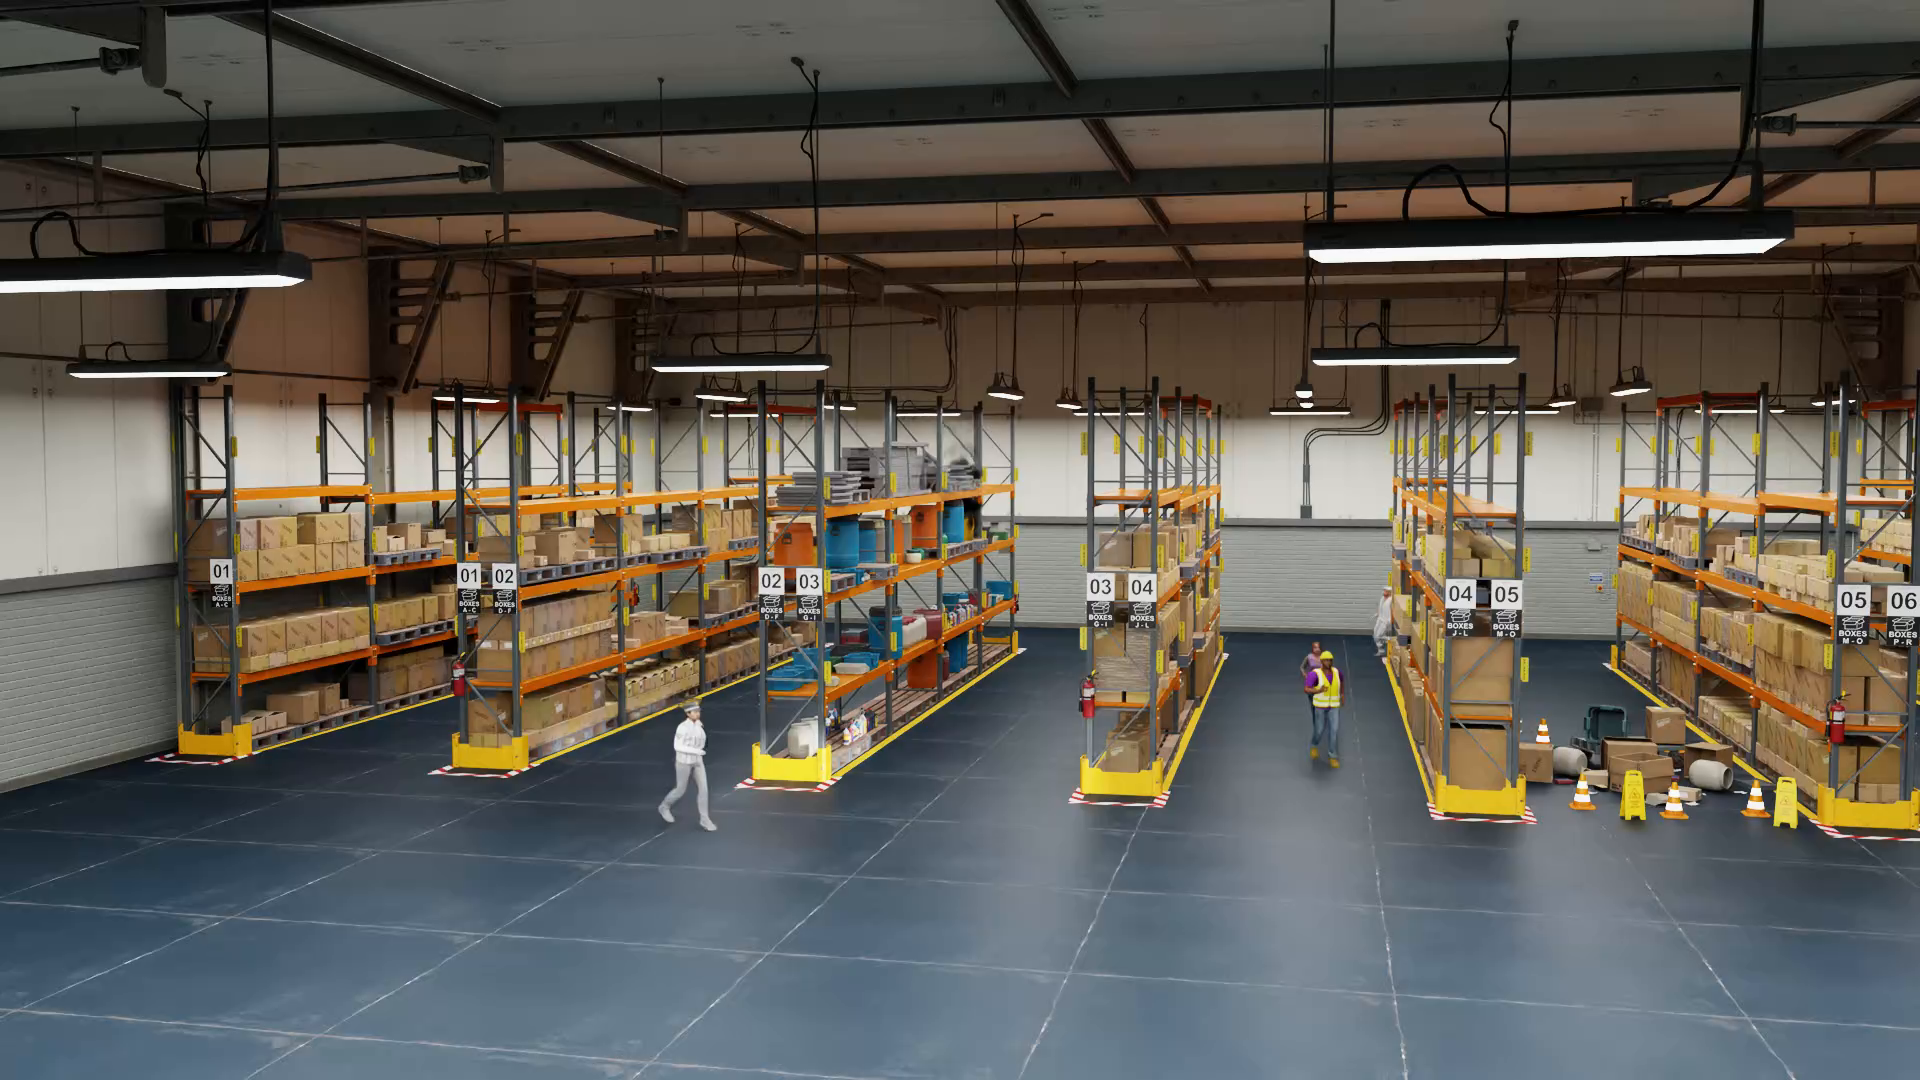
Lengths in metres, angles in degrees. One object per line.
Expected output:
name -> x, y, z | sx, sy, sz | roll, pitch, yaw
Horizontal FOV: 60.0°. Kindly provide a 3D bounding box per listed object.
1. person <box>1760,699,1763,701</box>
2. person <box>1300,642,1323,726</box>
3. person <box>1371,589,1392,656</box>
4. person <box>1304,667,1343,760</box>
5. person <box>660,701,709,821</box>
person -> 15.644, 2.366, 32.271 | 0.715, 1.657, 0.826 | 1, 3, 10
person -> 6.294, 2.537, 29.449 | 0.541, 1.490, 0.628 | 0, 3, 7
person -> 10.149, 1.959, 39.624 | 0.562, 1.685, 0.711 | -1, 3, -21
person -> 5.727, 2.710, 26.185 | 0.689, 1.415, 0.764 | 0, 3, -7
person -> -3.607, 2.882, 21.846 | 0.733, 1.600, 0.372 | 2, 4, 35
